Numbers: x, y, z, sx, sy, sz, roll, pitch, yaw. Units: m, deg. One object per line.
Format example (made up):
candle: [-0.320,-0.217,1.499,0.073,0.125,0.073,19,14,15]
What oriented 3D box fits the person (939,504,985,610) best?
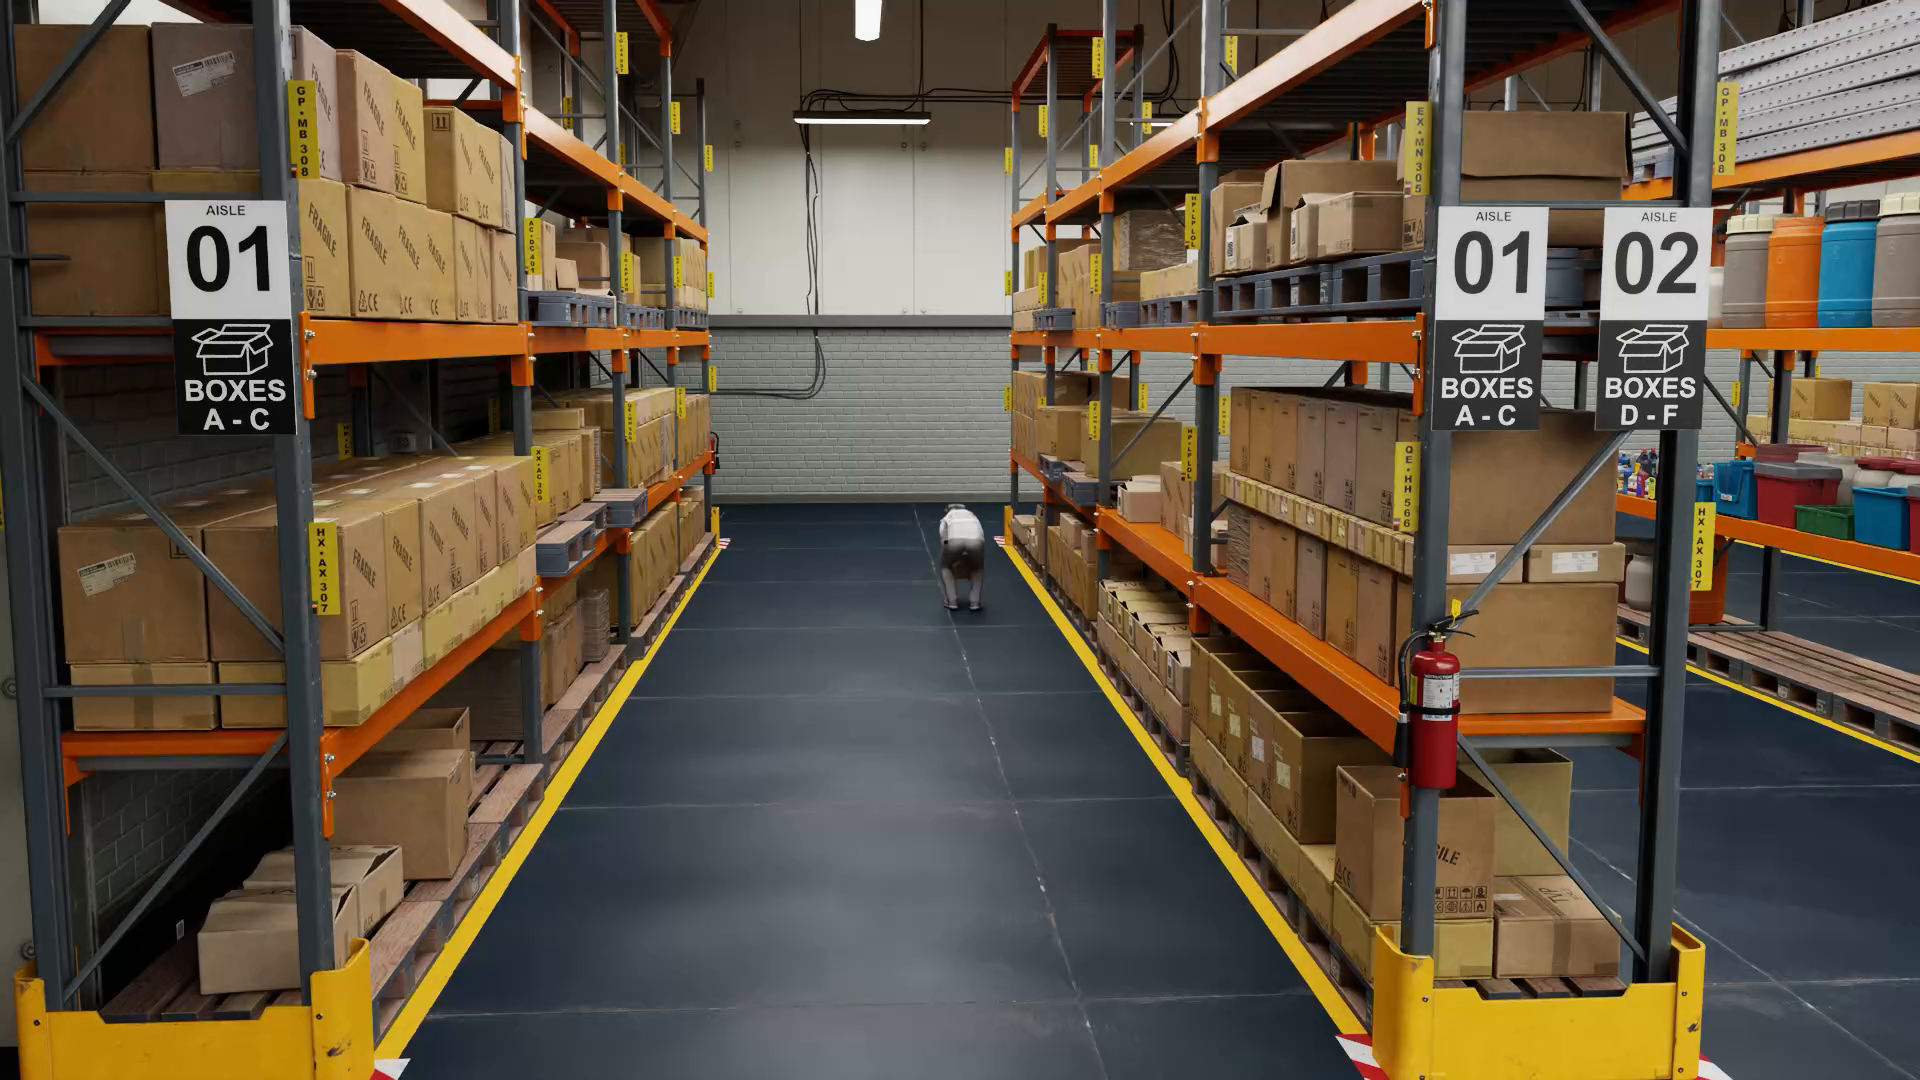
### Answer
person: [0.014,0.172,16.988,0.450,1.027,0.933,-1,7,-6]
